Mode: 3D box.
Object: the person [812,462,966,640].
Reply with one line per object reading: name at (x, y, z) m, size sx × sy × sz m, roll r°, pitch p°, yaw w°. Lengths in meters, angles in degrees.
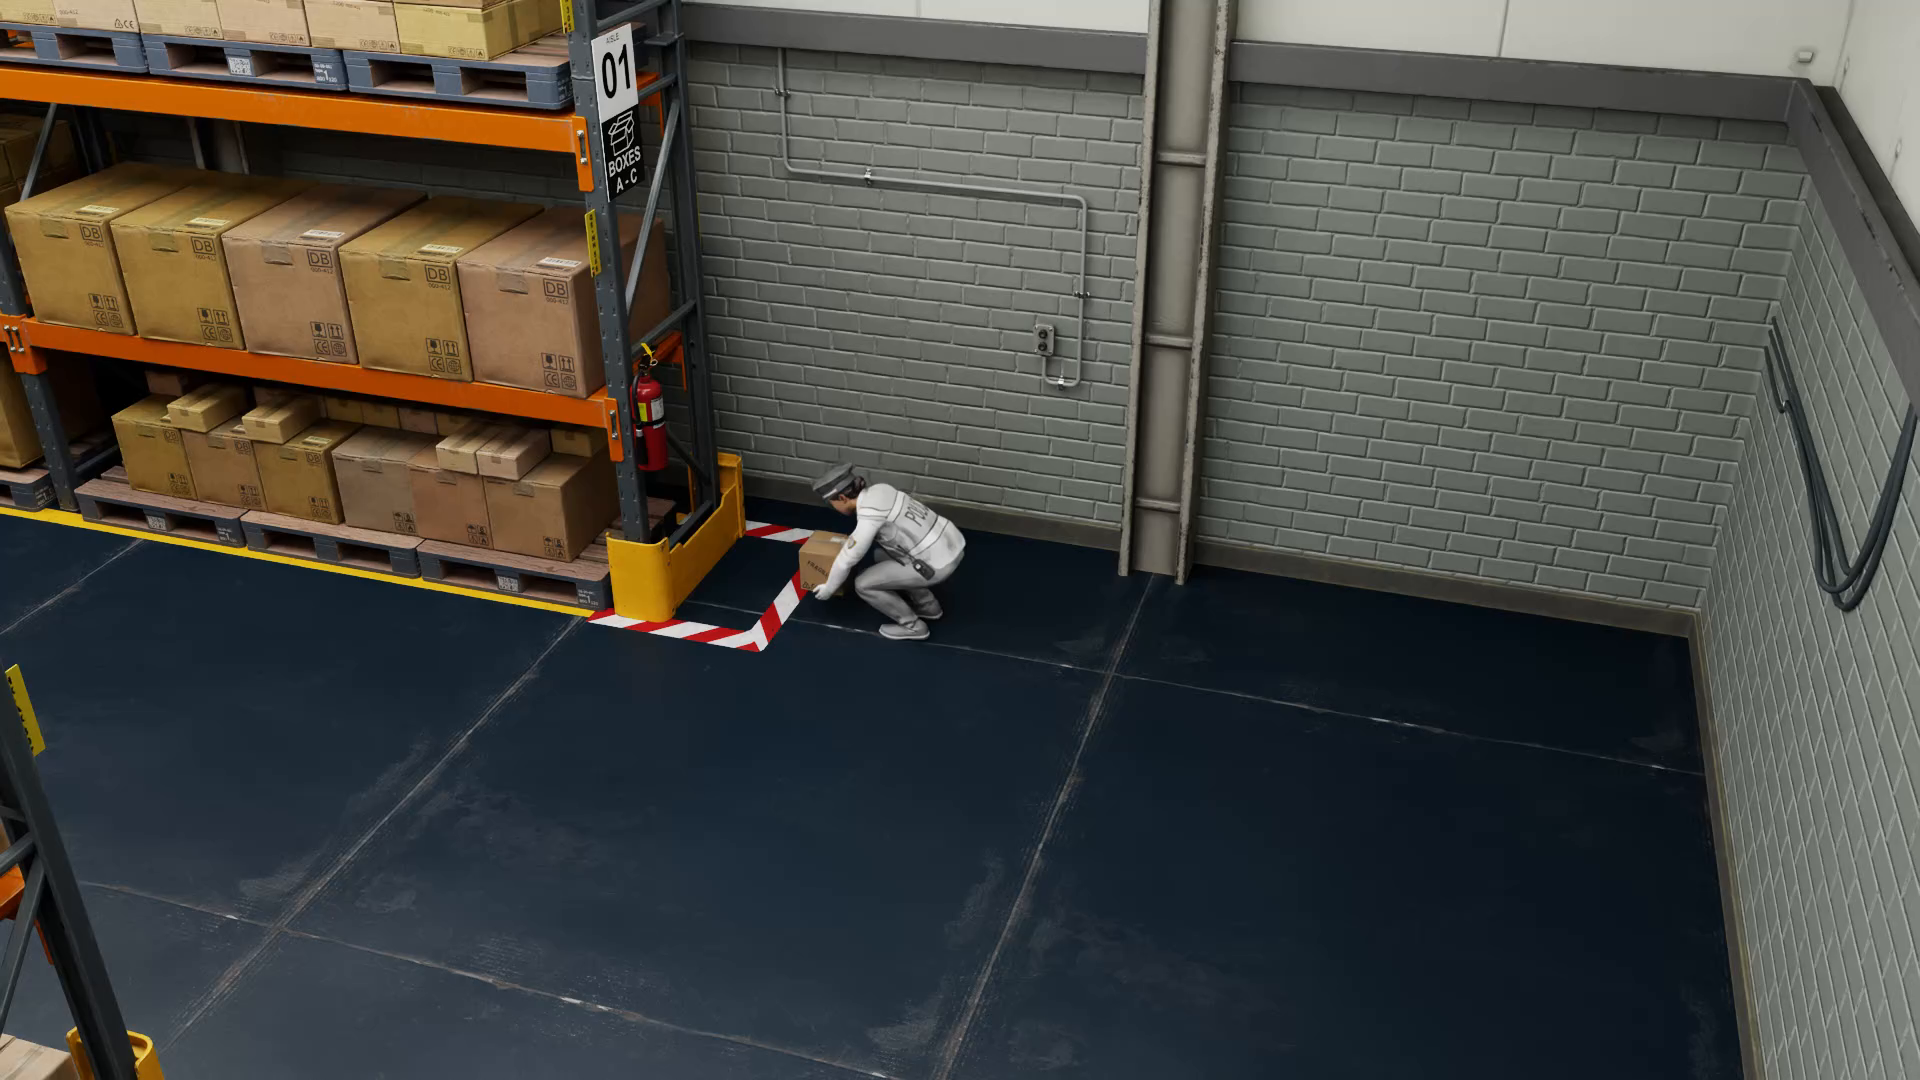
person at (-0.394, 0.049, 9.115) m, size 0.822 × 0.982 × 0.491 m, roll 9°, pitch 30°, yaw 15°
